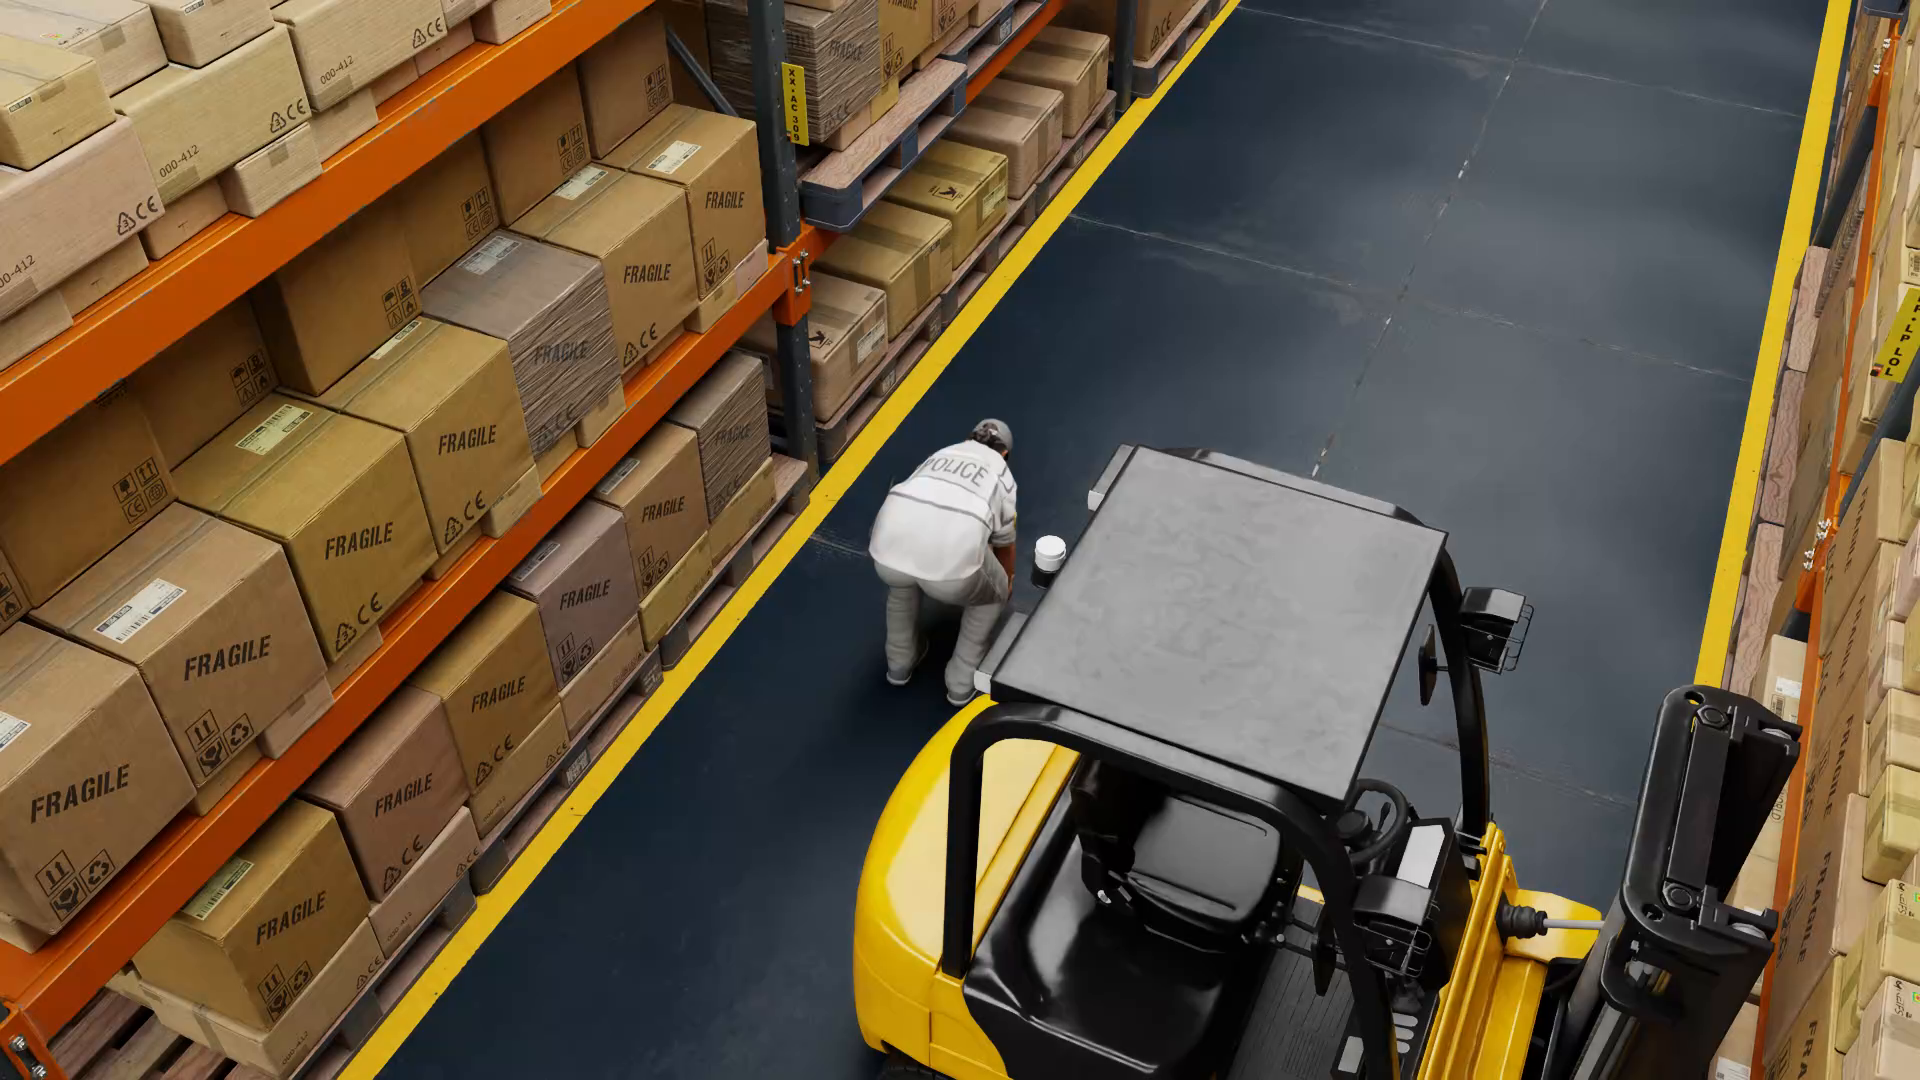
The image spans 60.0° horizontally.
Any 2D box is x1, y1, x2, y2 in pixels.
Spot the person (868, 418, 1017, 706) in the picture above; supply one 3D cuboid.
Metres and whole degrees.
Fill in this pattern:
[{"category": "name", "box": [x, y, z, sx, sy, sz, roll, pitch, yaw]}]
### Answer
[{"category": "person", "box": [-0.016, 0.059, 6.581, 0.497, 1.014, 0.949, 15, 44, 16]}]
